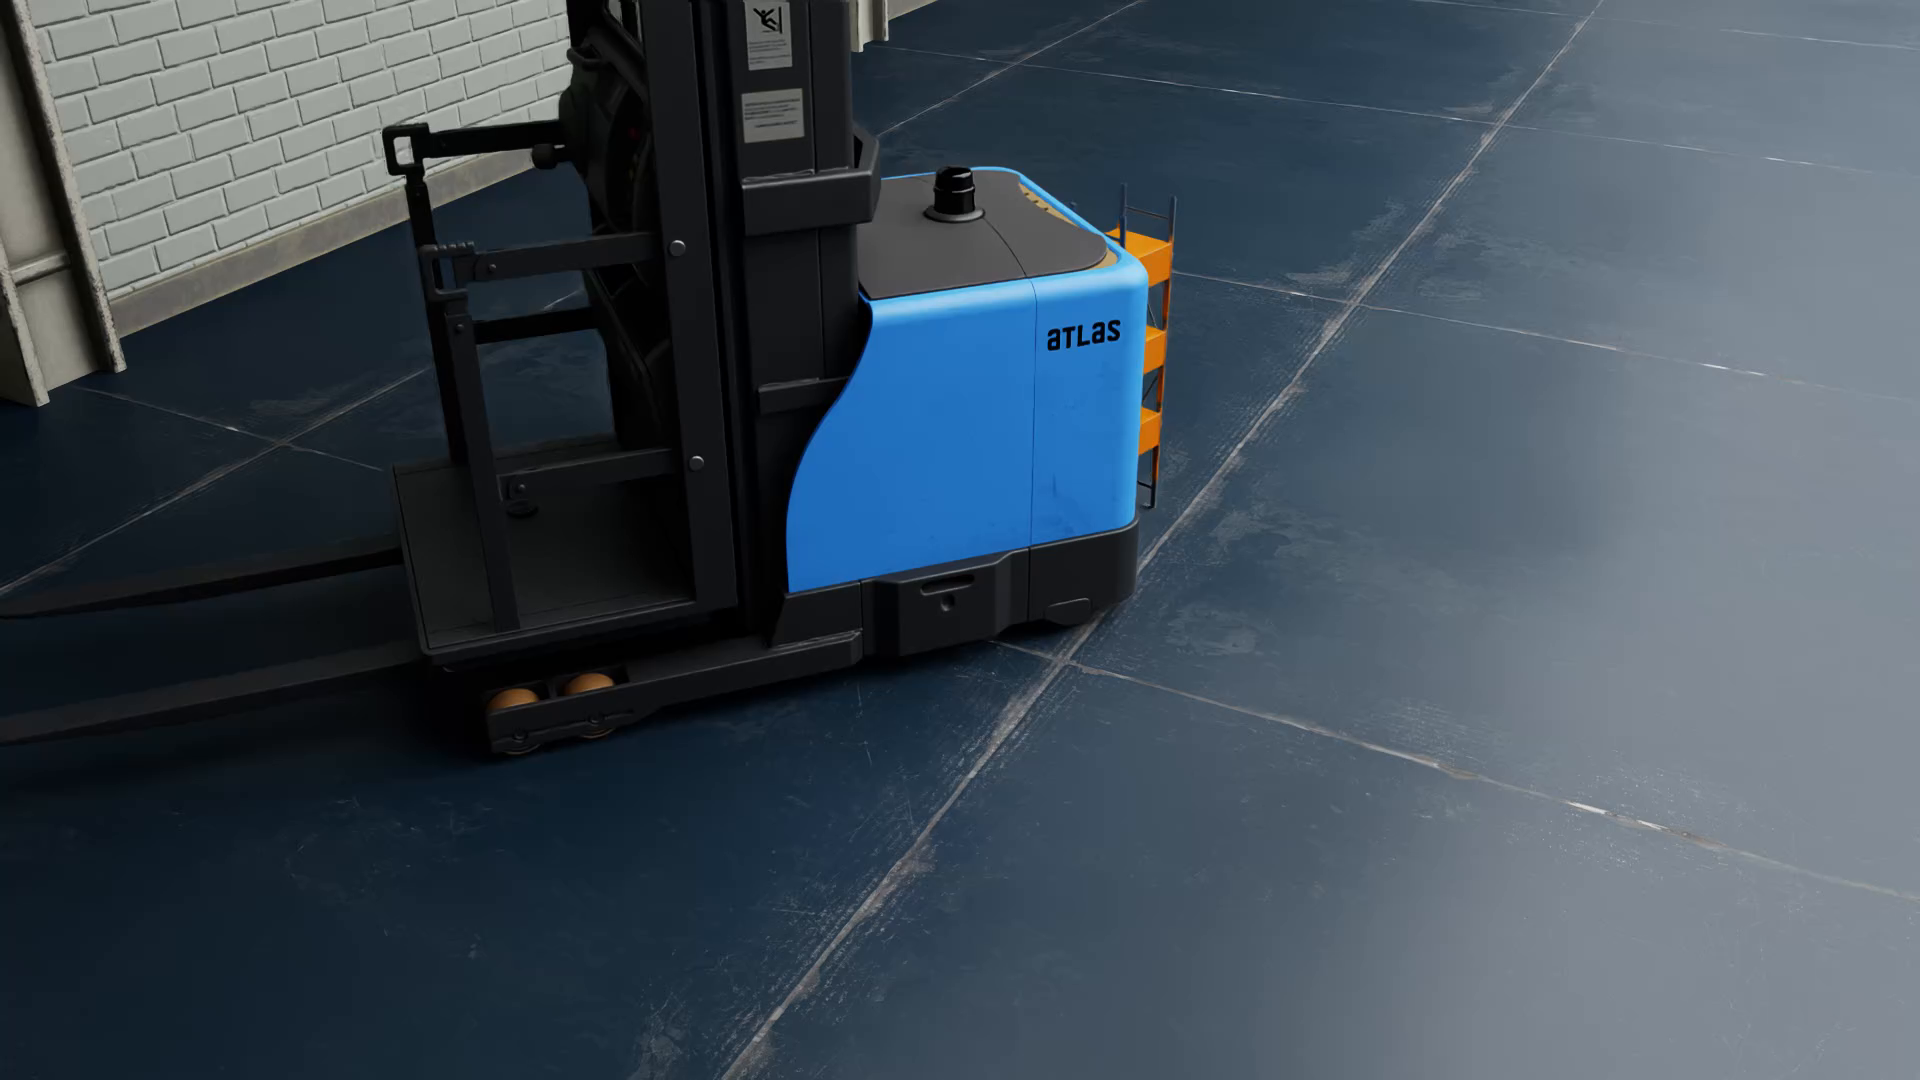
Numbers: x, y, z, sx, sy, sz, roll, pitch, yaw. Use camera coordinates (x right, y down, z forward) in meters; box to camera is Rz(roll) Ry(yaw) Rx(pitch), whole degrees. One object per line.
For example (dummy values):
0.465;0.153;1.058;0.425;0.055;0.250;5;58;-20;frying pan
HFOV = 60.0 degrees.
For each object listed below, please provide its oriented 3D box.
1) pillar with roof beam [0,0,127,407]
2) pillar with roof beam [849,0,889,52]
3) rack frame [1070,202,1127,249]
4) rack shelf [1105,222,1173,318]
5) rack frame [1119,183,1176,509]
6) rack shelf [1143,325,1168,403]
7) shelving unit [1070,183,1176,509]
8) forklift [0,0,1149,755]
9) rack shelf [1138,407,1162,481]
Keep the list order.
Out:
0.401;-3.535;2.370;9.100;9.000;0.400;14;33;23;pillar with roof beam
3.134;-6.195;7.002;9.100;9.000;0.400;14;33;23;pillar with roof beam
0.399;-0.498;5.064;0.200;1.050;0.008;24;38;35;rack frame
0.480;-0.781;5.007;0.215;0.259;0.240;24;38;35;rack shelf
0.561;-0.589;5.222;0.200;1.050;0.008;24;38;35;rack frame
0.480;-0.535;5.148;0.215;0.259;0.240;24;38;35;rack shelf
0.480;-0.544;5.143;0.215;1.050;0.252;24;38;35;shelving unit
-1.058;-1.016;4.077;3.031;2.935;1.130;-11;32;-18;forklift
0.480;-0.294;5.286;0.215;0.259;0.240;24;38;35;rack shelf
